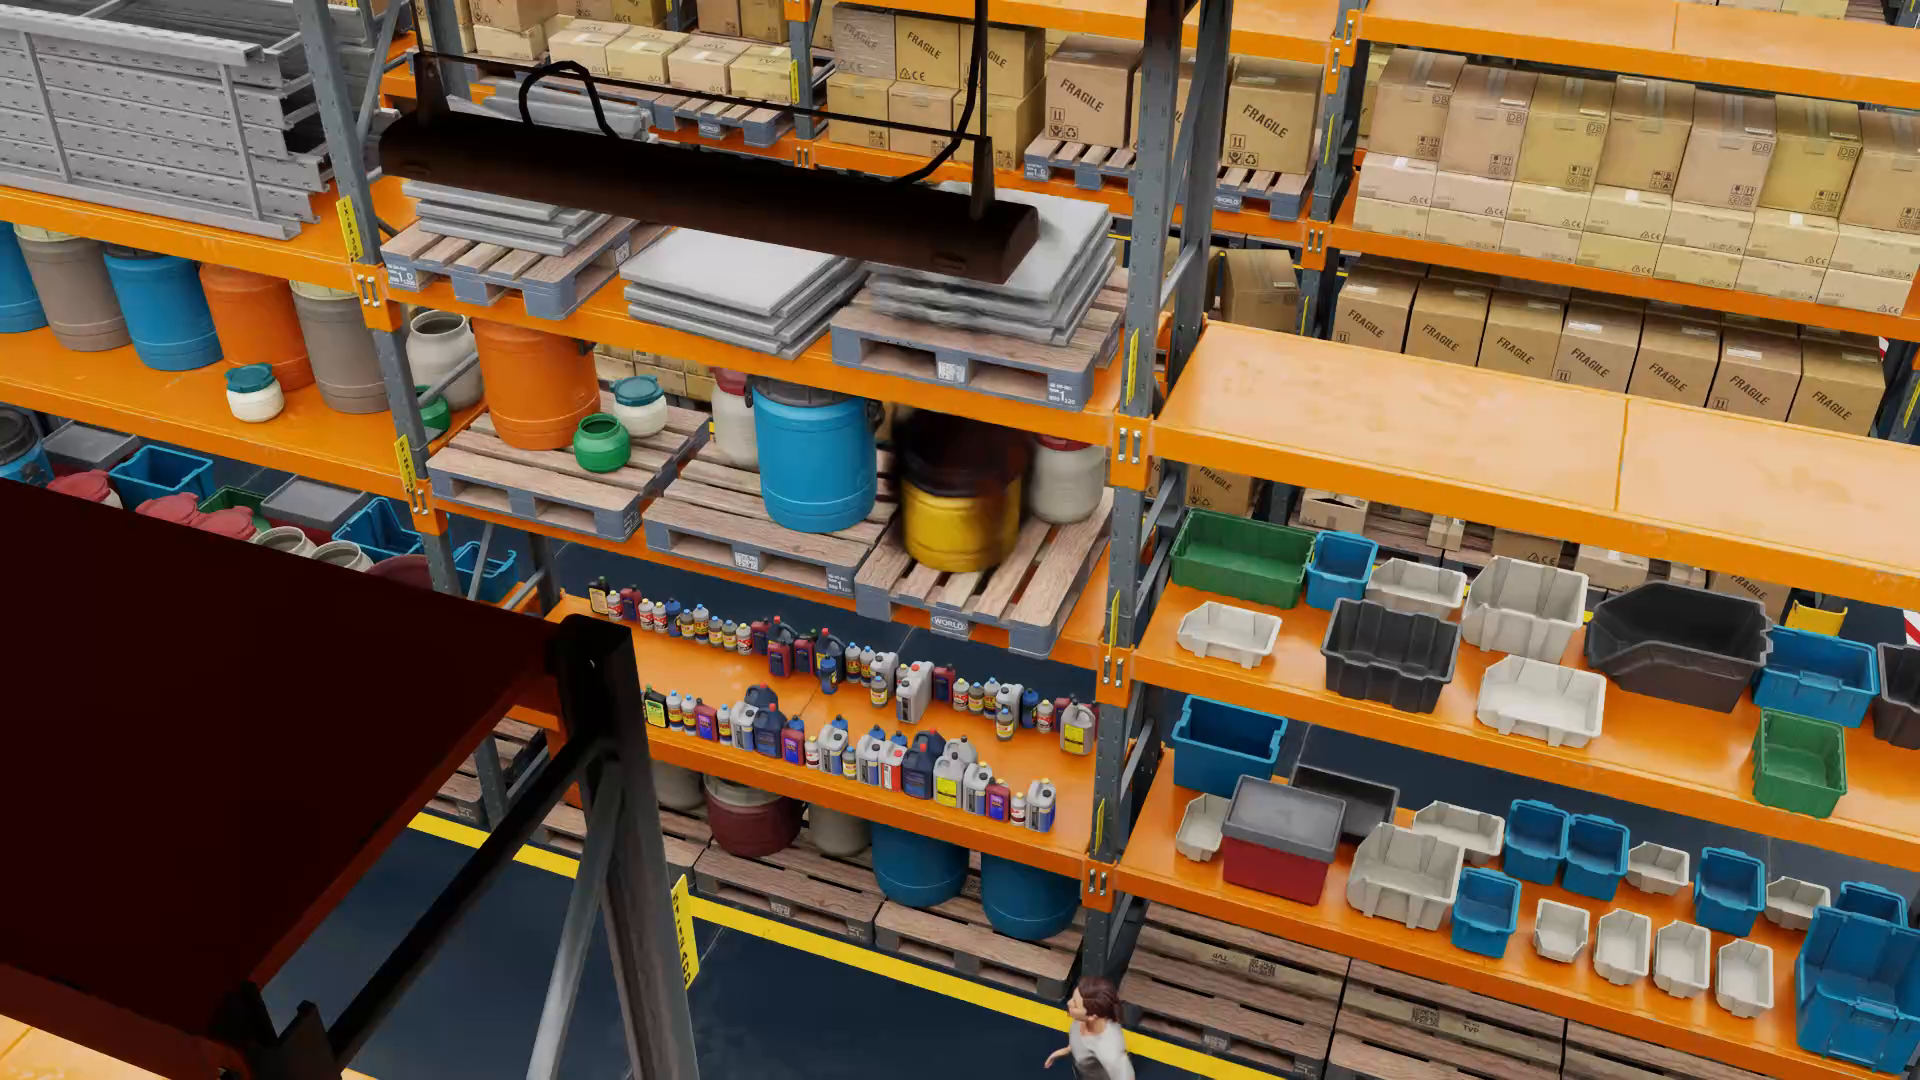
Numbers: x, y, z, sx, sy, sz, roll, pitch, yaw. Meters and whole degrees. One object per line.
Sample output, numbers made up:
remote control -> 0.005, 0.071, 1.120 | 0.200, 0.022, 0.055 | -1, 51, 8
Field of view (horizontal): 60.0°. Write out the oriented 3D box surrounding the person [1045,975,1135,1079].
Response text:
person -> 0.794, 2.742, 8.350 | 0.732, 1.618, 0.564 | -1, 37, -2

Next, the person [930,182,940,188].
person -> -0.058, -2.793, 15.799 | 0.902, 1.690, 0.643 | 9, 37, 12
